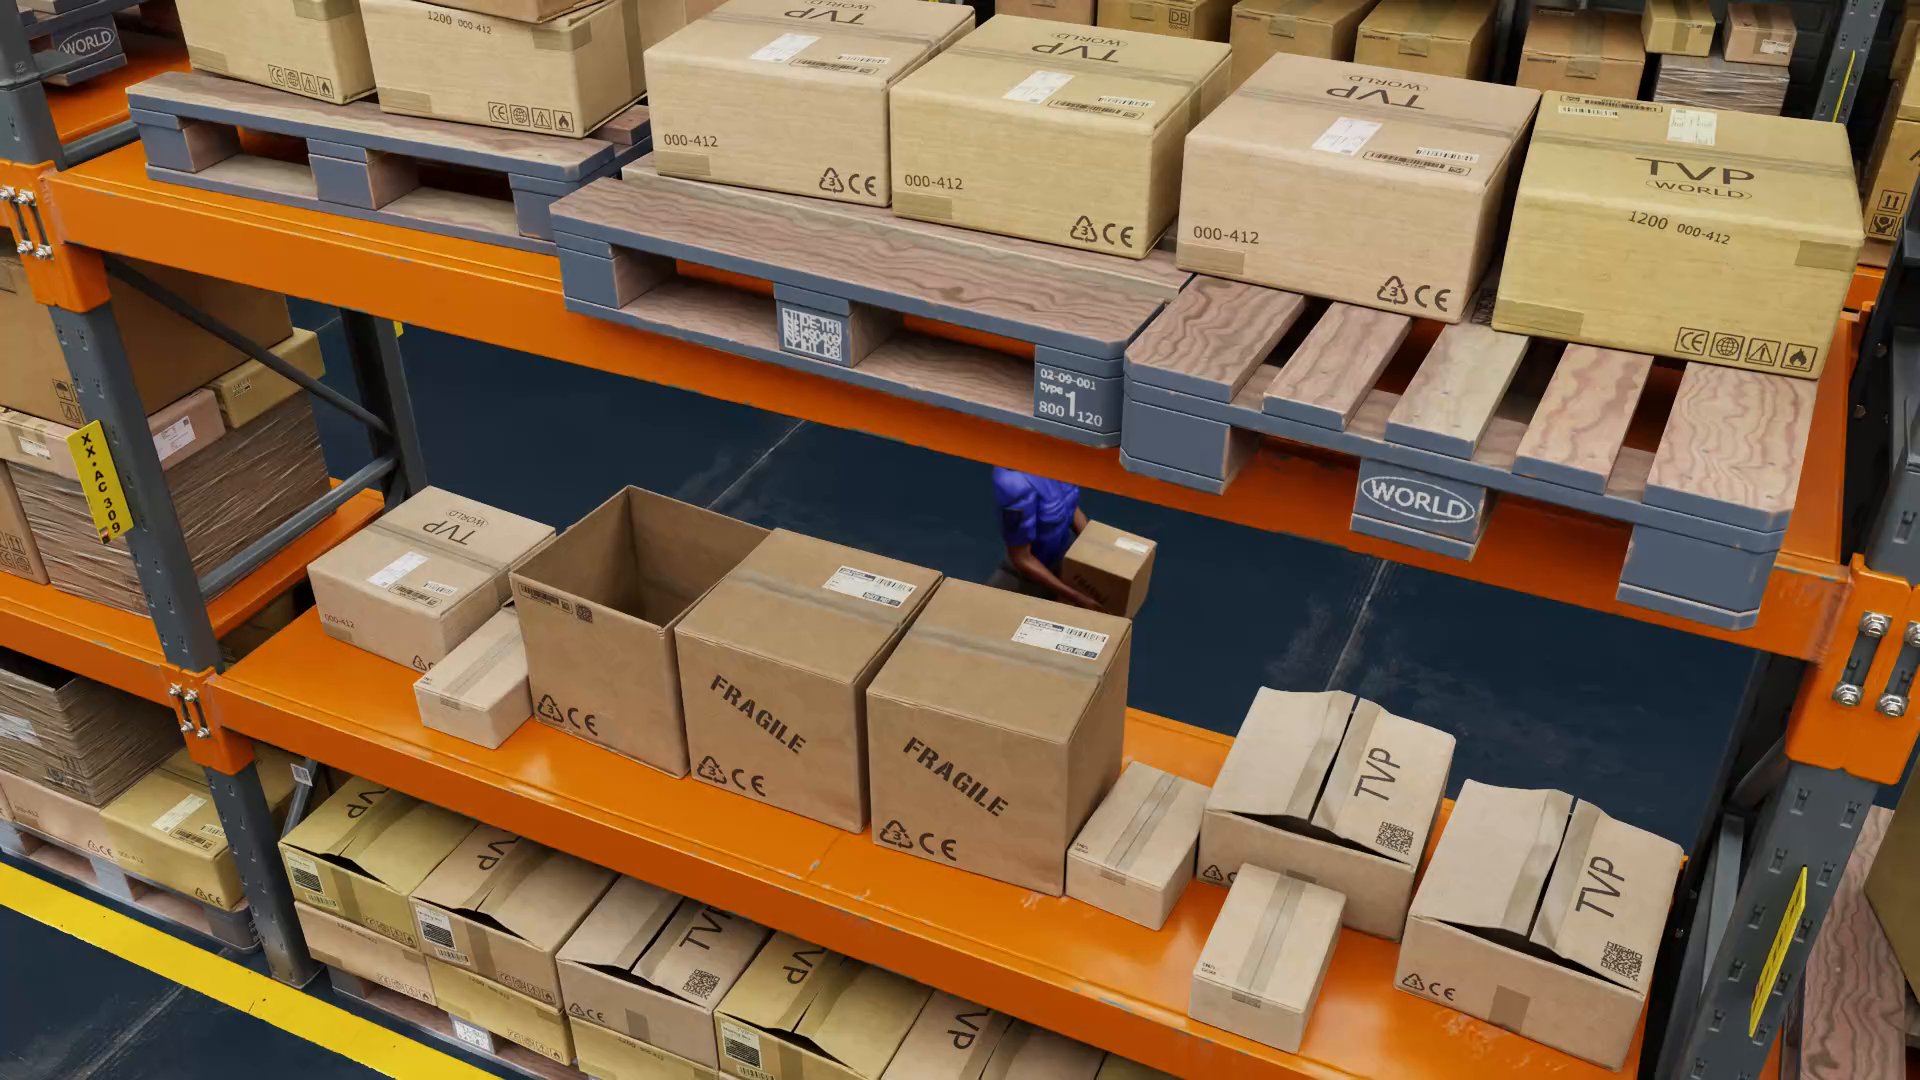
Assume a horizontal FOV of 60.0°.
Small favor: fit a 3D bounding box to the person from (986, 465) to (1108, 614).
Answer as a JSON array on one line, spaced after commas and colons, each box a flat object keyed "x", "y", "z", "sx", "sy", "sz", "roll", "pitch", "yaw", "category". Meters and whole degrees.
[{"x": 0.347, "y": 0.184, "z": 5.869, "sx": 0.475, "sy": 1.659, "sz": 0.470, "roll": 15, "pitch": 37, "yaw": 21, "category": "person"}]
